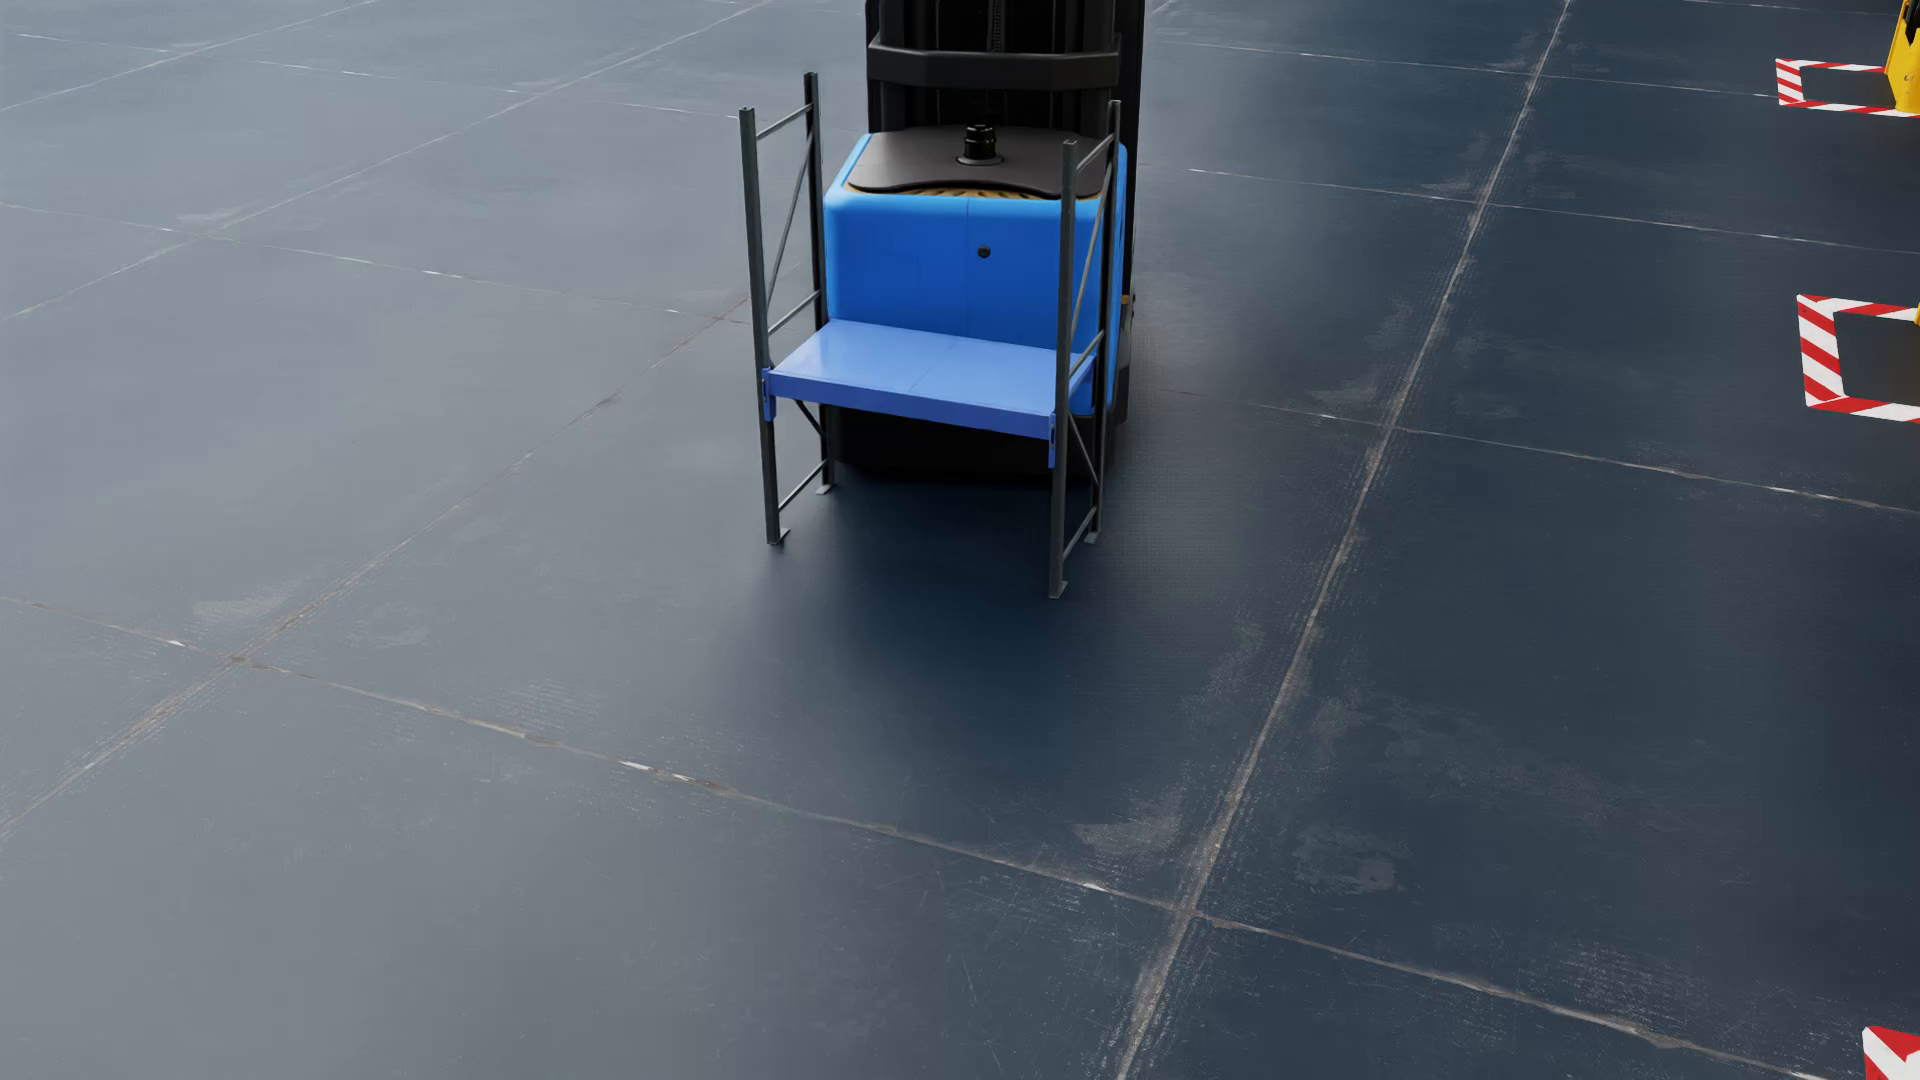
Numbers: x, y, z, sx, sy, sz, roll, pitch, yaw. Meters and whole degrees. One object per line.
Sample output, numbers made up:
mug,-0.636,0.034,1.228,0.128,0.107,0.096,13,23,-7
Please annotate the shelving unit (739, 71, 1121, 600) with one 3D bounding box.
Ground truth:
shelving unit,-0.086,-0.662,5.398,1.048,1.500,0.538,10,31,18

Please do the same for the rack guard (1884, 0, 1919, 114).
rack guard,6.328,-3.169,10.849,0.348,0.500,1.175,11,31,19

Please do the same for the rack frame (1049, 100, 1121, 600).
rack frame,0.390,-0.575,5.243,0.032,1.500,0.500,10,31,18

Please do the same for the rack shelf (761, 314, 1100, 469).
rack shelf,-0.086,-0.506,5.486,1.000,0.185,0.538,10,31,18

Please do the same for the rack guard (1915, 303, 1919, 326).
rack guard,4.277,-0.945,6.914,0.348,0.500,1.175,11,31,19

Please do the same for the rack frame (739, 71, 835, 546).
rack frame,-0.562,-0.750,5.552,0.032,1.500,0.500,10,31,18

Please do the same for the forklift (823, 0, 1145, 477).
forklift,0.204,-2.204,6.671,1.130,2.935,3.031,3,30,6

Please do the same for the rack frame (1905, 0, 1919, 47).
rack frame,6.258,-4.272,10.259,0.127,3.000,1.000,11,31,19
